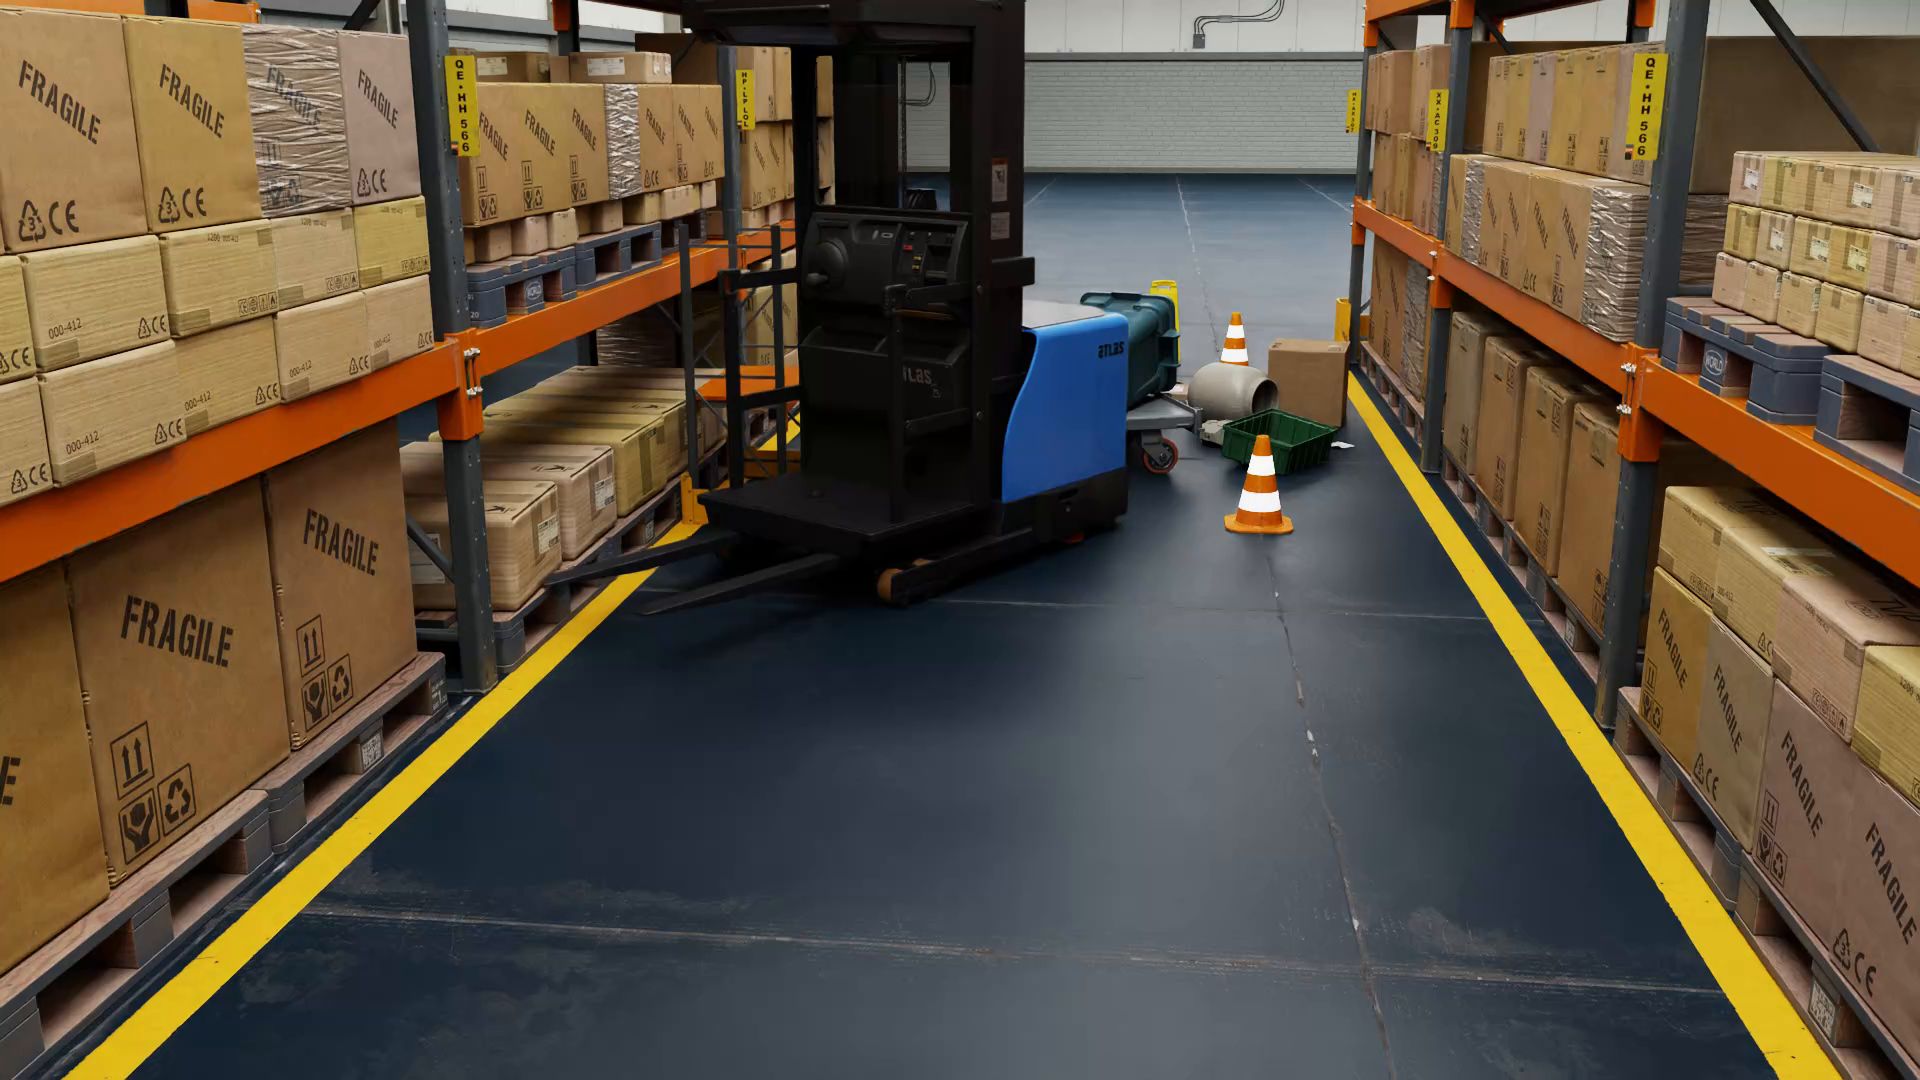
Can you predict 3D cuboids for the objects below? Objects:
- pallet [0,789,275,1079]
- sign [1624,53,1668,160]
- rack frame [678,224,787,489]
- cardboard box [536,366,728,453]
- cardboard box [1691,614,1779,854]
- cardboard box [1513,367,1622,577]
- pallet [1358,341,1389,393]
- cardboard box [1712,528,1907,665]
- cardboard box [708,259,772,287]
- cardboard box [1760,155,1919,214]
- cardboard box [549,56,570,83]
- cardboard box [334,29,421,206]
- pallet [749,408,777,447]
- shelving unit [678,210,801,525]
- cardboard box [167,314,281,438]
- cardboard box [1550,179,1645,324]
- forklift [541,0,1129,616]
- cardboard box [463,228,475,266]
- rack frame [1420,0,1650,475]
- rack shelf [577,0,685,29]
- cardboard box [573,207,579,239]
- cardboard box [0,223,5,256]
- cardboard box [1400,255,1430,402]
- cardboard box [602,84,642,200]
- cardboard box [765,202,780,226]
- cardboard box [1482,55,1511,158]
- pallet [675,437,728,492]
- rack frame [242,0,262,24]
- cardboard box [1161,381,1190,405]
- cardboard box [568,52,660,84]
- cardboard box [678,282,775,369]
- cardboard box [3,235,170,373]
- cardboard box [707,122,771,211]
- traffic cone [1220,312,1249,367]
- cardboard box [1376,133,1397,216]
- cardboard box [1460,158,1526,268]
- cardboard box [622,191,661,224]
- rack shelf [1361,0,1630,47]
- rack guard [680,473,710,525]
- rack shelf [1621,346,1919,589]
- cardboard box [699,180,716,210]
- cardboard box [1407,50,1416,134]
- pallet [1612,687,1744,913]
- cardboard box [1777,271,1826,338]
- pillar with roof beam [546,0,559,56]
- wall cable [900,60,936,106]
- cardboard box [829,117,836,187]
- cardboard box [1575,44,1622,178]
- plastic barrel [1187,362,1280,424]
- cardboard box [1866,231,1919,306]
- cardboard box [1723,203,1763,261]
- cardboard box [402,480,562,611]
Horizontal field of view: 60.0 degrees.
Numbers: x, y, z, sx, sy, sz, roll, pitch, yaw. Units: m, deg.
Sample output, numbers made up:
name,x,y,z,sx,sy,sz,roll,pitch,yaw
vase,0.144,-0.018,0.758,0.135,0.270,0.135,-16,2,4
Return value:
name,x,y,z,sx,sy,sz,roll,pitch,yaw
pallet,-2.520,0.955,4.226,1.003,0.211,1.213,2,15,6
sign,2.162,-1.364,5.241,0.100,0.325,0.005,2,15,6
rack frame,-1.121,-0.808,8.277,0.500,1.500,0.032,1,15,5
cardboard box,-1.822,-0.744,9.398,0.950,0.372,0.625,2,15,7
cardboard box,2.327,0.521,4.473,0.500,0.500,0.500,2,15,7
cardboard box,2.967,-0.288,6.986,1.050,0.750,0.750,2,15,7
pallet,3.604,-1.308,12.596,1.003,0.211,1.213,2,15,6
cardboard box,2.338,0.156,4.387,0.500,0.250,0.500,2,15,6
cardboard box,-1.356,-1.673,10.385,0.380,0.149,0.250,2,15,7
cardboard box,2.441,-0.974,4.555,0.380,0.149,0.250,1,15,5
cardboard box,-2.169,-2.542,9.009,0.380,0.149,0.250,2,15,6
cardboard box,-2.015,-1.298,5.109,0.500,0.500,0.500,1,15,5
pallet,-1.724,-0.775,10.625,1.003,0.211,1.213,2,15,6
shelving unit,-1.072,-0.938,8.757,0.587,1.500,1.083,1,15,5
cardboard box,-2.130,-0.435,4.310,0.500,0.250,0.500,2,15,6
cardboard box,2.555,-1.092,6.261,0.500,0.500,0.500,2,15,6
forklift,-0.480,-1.277,7.270,1.130,2.935,3.031,12,19,38
cardboard box,-1.995,-1.069,6.046,0.380,0.149,0.250,1,15,3
rack frame,3.165,-1.827,9.171,1.000,3.000,0.127,2,15,6
rack shelf,-1.539,-3.566,11.234,1.077,0.370,4.000,2,15,6
cardboard box,-1.852,-1.347,7.072,0.380,0.149,0.250,3,15,10
cardboard box,-2.243,-0.771,3.159,0.500,0.500,0.500,1,15,5
cardboard box,3.403,-1.399,10.854,0.875,0.875,0.875,2,15,7
cardboard box,-1.766,-1.816,7.566,0.500,0.500,0.500,1,15,4
cardboard box,-1.371,-2.097,10.653,0.380,0.149,0.250,2,15,8
cardboard box,3.115,-2.229,8.551,0.700,0.500,0.500,1,15,5
pallet,-1.851,-0.398,9.230,1.003,0.211,1.213,2,15,6
rack frame,-6.246,-3.129,13.987,1.000,3.000,0.127,2,15,6
cardboard box,1.529,-1.007,11.377,0.396,0.266,0.258,4,16,16
cardboard box,-1.665,-2.277,8.027,0.380,0.149,0.250,1,15,4
cardboard box,-1.430,-1.329,10.356,0.500,0.500,0.500,2,15,9
cardboard box,-2.168,-0.544,3.755,0.500,0.250,0.500,1,15,5
cardboard box,-1.438,-2.244,9.953,0.500,0.500,0.500,2,15,6
traffic cone,2.145,-1.544,12.984,0.336,0.463,0.334,2,15,6
cardboard box,3.391,-2.554,11.574,0.875,0.550,0.550,2,15,6
cardboard box,2.782,-1.616,8.199,0.500,0.500,0.500,2,15,7
cardboard box,-1.678,-1.622,8.091,0.380,0.149,0.250,2,15,6
rack shelf,3.391,-3.446,10.792,1.077,0.370,4.000,2,15,6
rack guard,-1.121,-0.205,8.442,0.587,0.250,0.087,1,15,5
rack shelf,2.488,0.077,3.510,1.077,0.370,4.000,2,15,6
cardboard box,-1.549,-1.886,9.068,0.380,0.149,0.250,2,15,7
cardboard box,3.437,-2.935,10.913,0.875,0.550,0.500,2,15,6
pallet,2.624,0.759,4.949,1.003,0.211,1.213,2,15,6
cardboard box,2.402,-0.621,4.389,0.380,0.149,0.250,2,15,9
pillar with roof beam,-1.588,-8.856,23.675,9.100,9.000,0.400,2,15,6
wall cable,-2.188,-12.878,44.496,3.097,2.526,0.112,2,15,6
cardboard box,-1.162,-2.897,12.368,0.500,0.500,0.500,2,15,6
cardboard box,2.886,-1.701,6.598,0.700,0.500,0.500,1,15,5
plastic barrel,1.769,-0.922,10.763,0.421,0.421,0.512,-14,20,-42
cardboard box,2.347,-0.625,3.834,0.380,0.149,0.250,2,15,6
cardboard box,2.460,-0.895,4.832,0.380,0.149,0.250,2,15,9
cardboard box,-2.142,0.011,6.606,0.950,0.372,0.625,1,15,2
